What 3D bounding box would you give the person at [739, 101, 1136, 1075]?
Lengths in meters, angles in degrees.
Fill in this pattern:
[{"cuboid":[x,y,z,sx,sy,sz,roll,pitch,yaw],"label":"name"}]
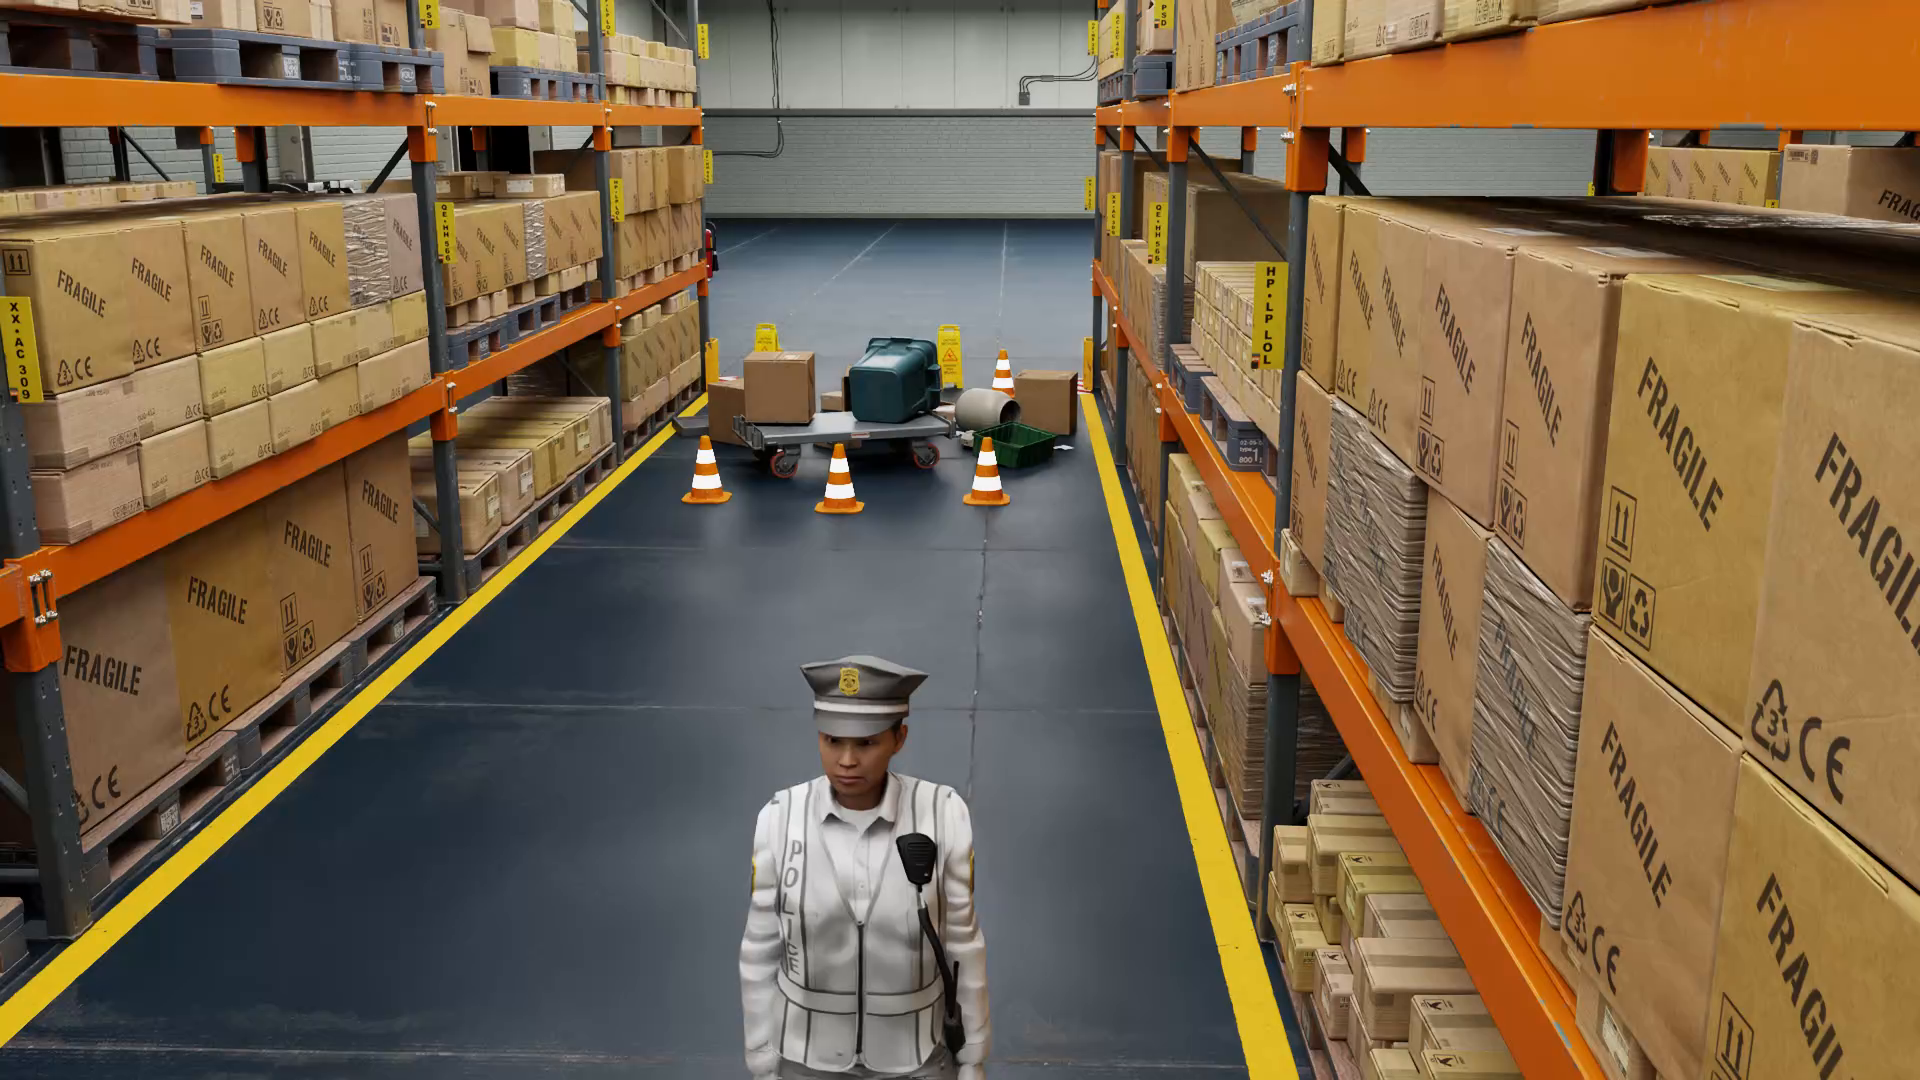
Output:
[{"cuboid":[-1.176,-0.918,6.261,5.304,2.347,21.858,0,14,1],"label":"person"}]
